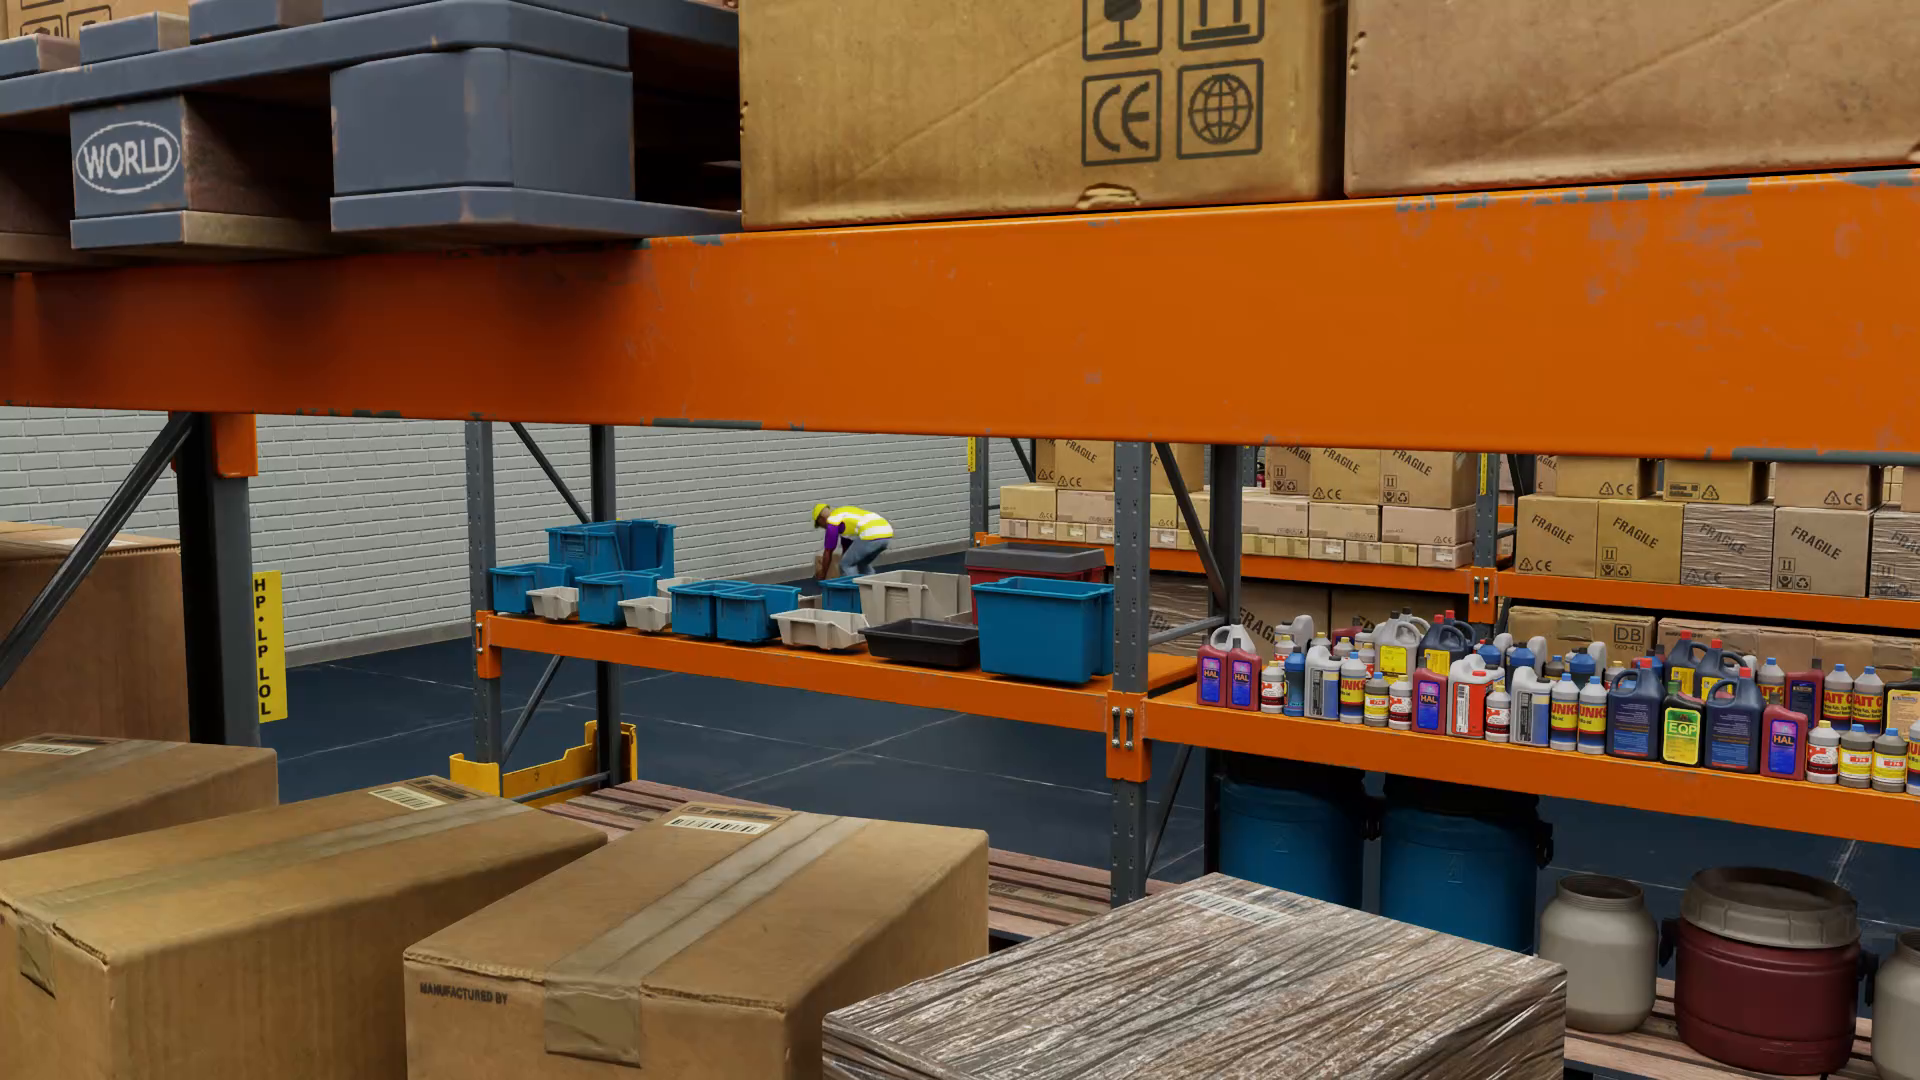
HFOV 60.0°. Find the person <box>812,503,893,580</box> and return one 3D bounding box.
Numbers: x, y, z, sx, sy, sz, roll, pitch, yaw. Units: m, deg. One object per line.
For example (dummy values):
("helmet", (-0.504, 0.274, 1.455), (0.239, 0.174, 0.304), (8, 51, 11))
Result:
("person", (-1.205, 0.164, 18.206), (0.964, 1.103, 0.512), (4, 7, 31))
